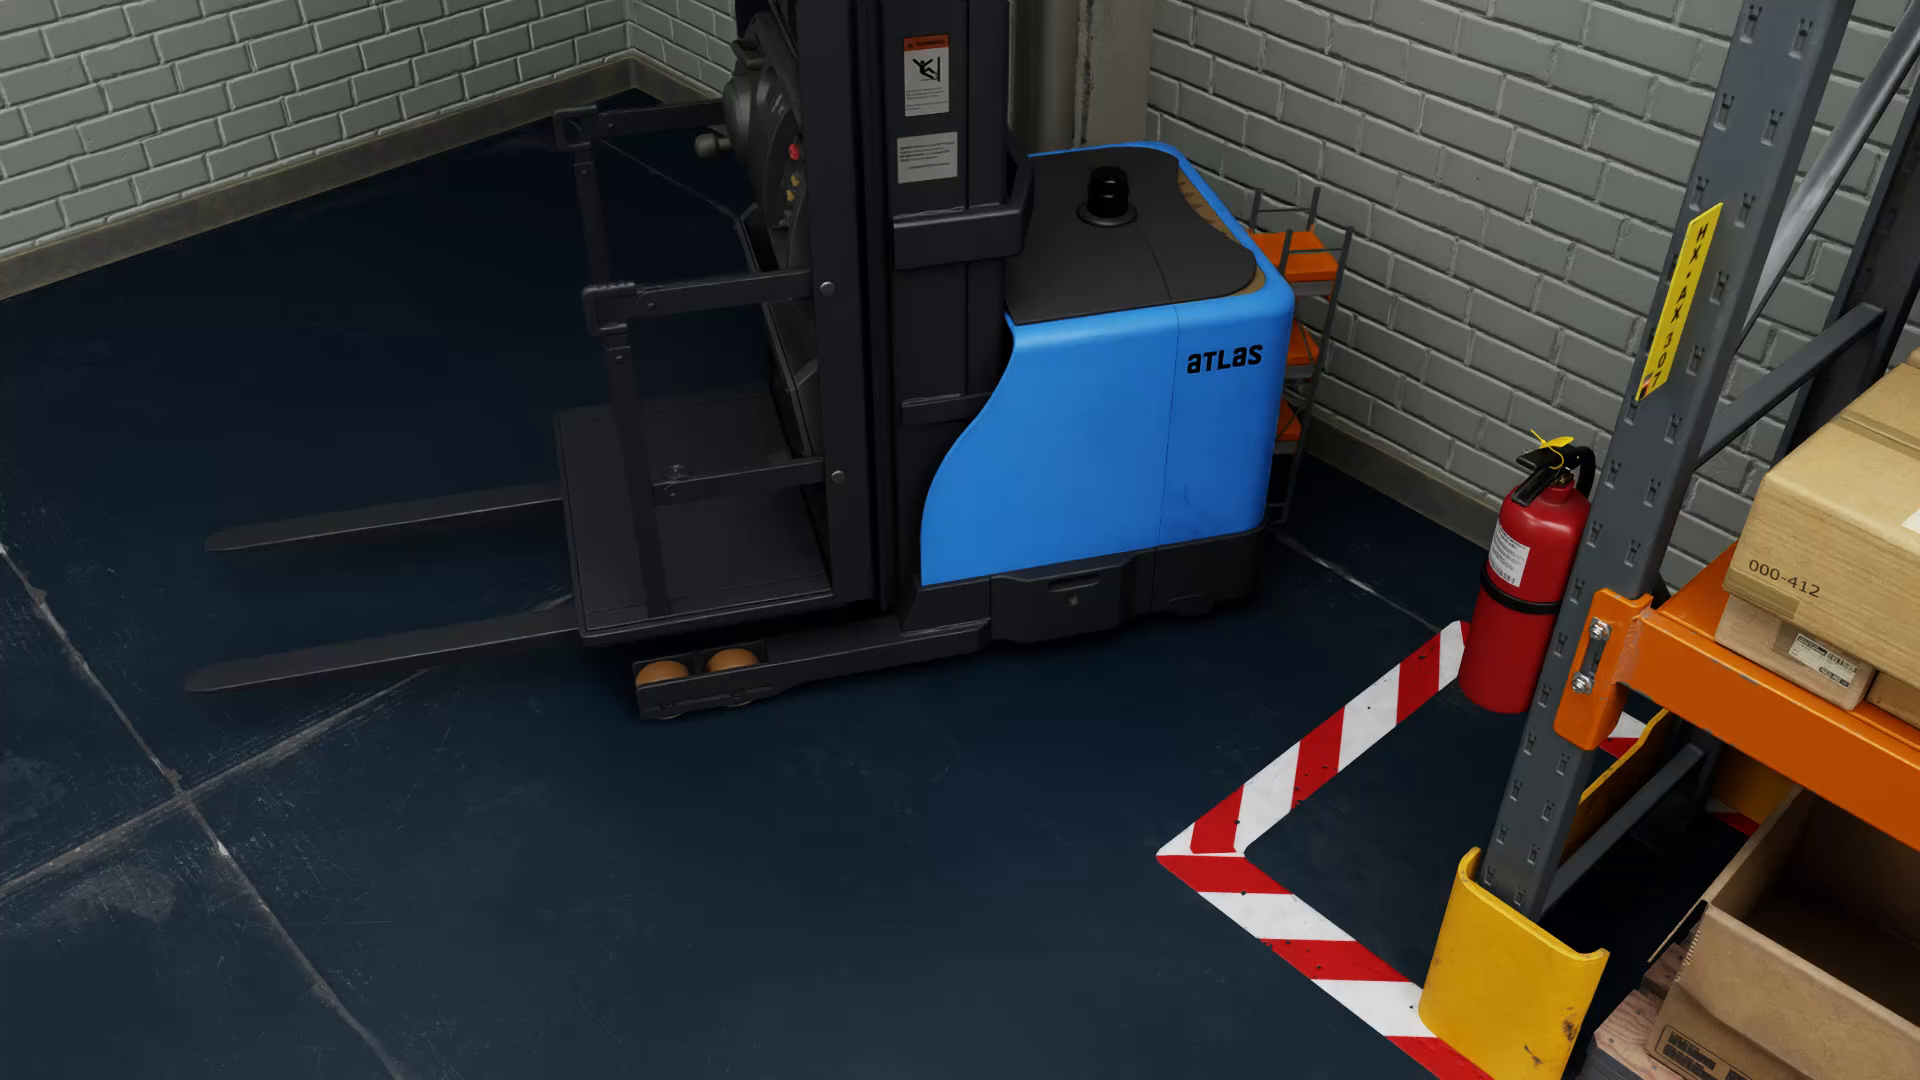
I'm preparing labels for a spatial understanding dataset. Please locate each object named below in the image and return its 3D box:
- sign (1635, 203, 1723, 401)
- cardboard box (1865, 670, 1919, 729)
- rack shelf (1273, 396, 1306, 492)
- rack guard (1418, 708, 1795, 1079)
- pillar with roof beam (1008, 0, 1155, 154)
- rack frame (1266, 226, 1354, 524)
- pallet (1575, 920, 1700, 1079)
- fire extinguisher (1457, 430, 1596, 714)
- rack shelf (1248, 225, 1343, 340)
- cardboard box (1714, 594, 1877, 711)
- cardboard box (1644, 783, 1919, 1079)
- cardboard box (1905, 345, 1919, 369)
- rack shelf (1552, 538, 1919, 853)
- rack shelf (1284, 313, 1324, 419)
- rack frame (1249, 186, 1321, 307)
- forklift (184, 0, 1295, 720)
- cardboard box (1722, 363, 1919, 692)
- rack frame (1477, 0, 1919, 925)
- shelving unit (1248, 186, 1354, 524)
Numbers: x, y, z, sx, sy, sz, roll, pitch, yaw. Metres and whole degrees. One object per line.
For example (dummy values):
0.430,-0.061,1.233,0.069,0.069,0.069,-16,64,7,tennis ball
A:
1.139,-0.373,2.636,0.100,0.325,0.005,-30,48,-32,sign
1.765,0.197,2.818,0.380,0.149,0.250,-29,47,-31,cardboard box
0.932,-0.310,5.247,0.215,0.259,0.240,-5,39,-12,rack shelf
1.590,0.741,3.935,1.175,0.500,0.348,-30,48,-32,rack guard
-2.792,-2.402,1.063,9.100,9.000,0.400,-30,48,-32,pillar with roof beam
0.976,-0.462,4.976,0.200,1.050,0.008,-5,39,-12,rack frame
2.130,1.222,3.570,1.003,0.211,1.213,-30,48,-32,pallet
1.099,0.036,3.176,0.296,0.674,0.183,-30,48,-32,fire extinguisher
0.967,-0.751,4.900,0.215,0.259,0.240,-5,39,-12,rack shelf
1.559,0.099,2.940,0.380,0.149,0.250,-30,48,-32,cardboard box
1.883,0.864,3.445,0.797,0.503,0.637,-32,49,-33,cardboard box
2.045,-0.224,3.023,0.500,0.250,0.500,-29,47,-31,cardboard box
2.891,0.938,2.273,1.077,0.370,4.000,-30,48,-32,rack shelf
0.949,-0.528,5.075,0.215,0.259,0.240,-5,39,-12,rack shelf
0.924,-0.612,5.161,0.200,1.050,0.008,-5,39,-12,rack frame
-0.673,-1.009,4.167,3.031,2.935,1.130,-9,40,-11,forklift
1.647,0.000,2.745,0.500,0.250,0.500,-30,47,-32,cardboard box
1.539,-0.267,3.193,1.000,3.000,0.127,-30,48,-32,rack frame
0.950,-0.537,5.068,0.215,1.050,0.252,-5,39,-12,shelving unit
